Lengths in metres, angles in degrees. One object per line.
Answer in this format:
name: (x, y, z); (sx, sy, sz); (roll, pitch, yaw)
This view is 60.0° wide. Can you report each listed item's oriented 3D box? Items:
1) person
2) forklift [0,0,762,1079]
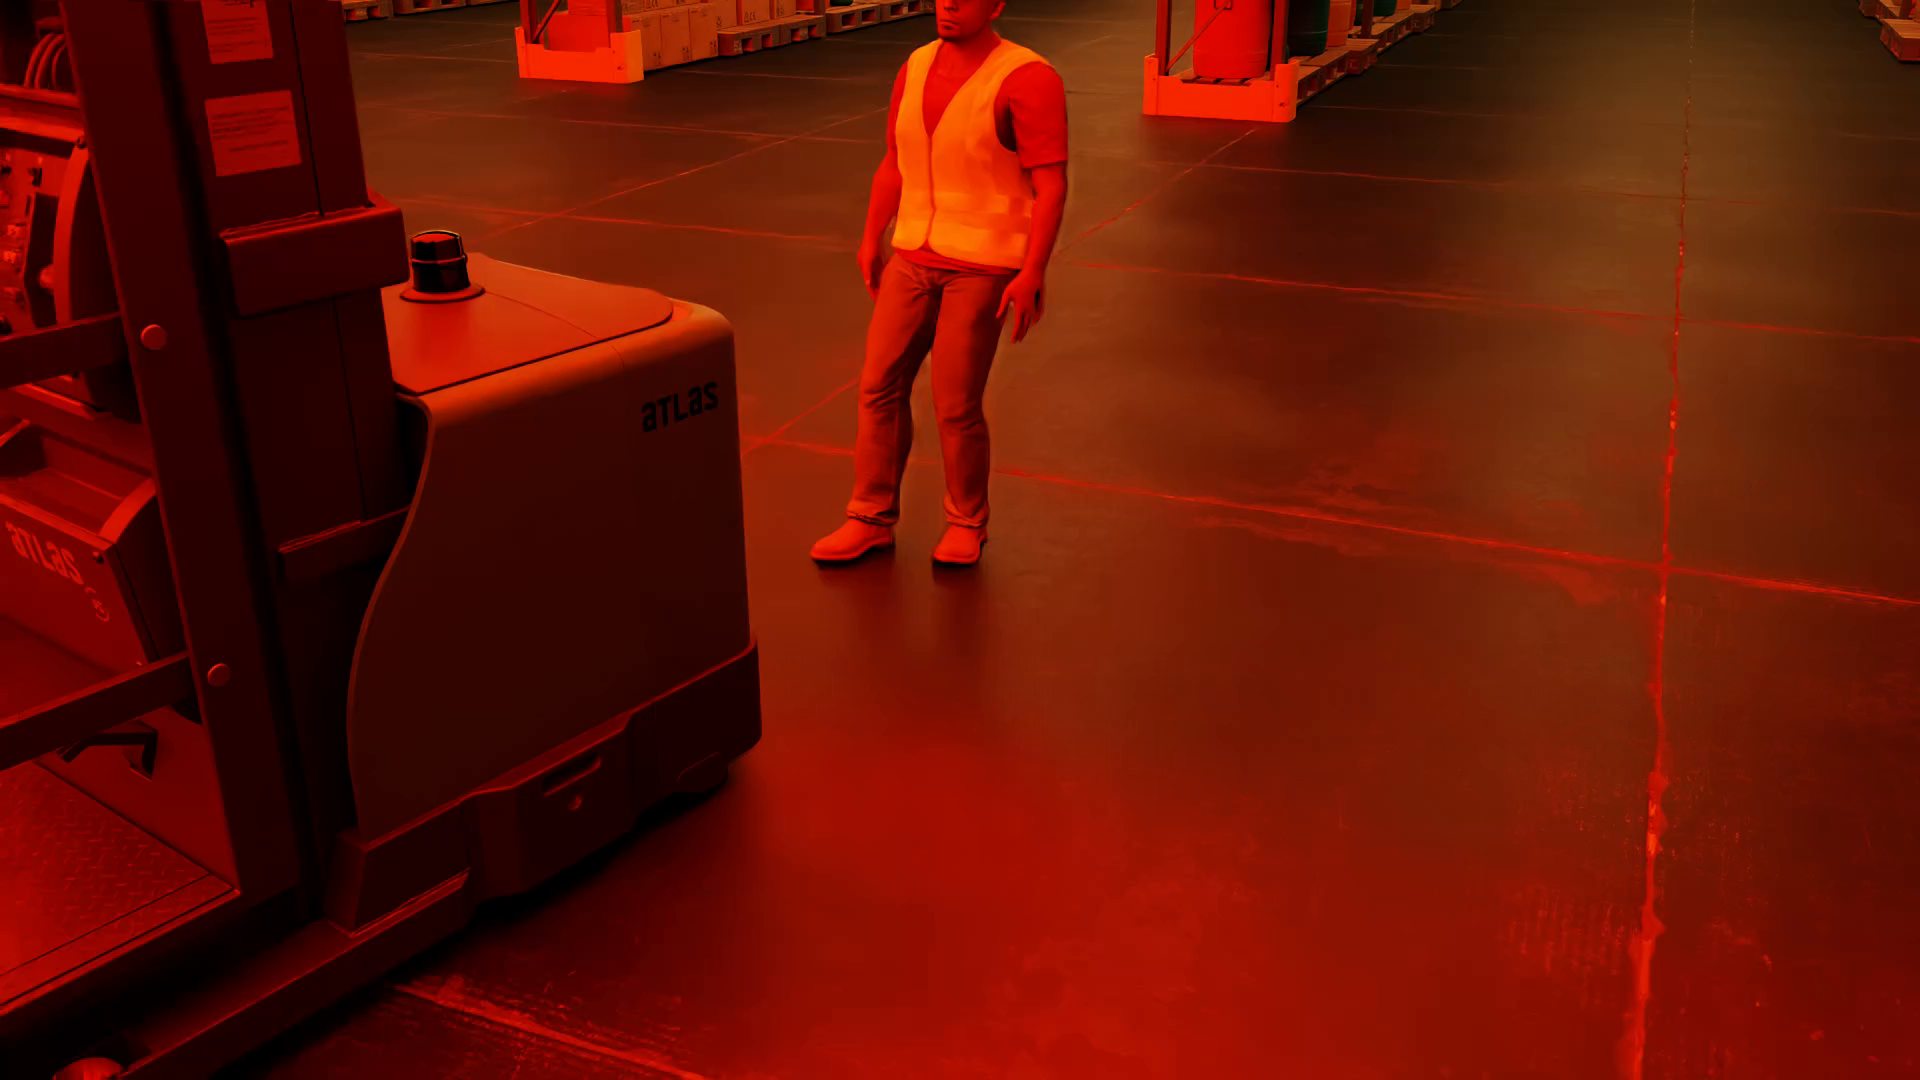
person: (-0.073, -0.763, 4.657); (0.689, 1.753, 0.614); (18, 29, 36)
forklift: (-1.745, -0.499, 2.486); (1.130, 2.935, 3.031); (16, 28, 34)
